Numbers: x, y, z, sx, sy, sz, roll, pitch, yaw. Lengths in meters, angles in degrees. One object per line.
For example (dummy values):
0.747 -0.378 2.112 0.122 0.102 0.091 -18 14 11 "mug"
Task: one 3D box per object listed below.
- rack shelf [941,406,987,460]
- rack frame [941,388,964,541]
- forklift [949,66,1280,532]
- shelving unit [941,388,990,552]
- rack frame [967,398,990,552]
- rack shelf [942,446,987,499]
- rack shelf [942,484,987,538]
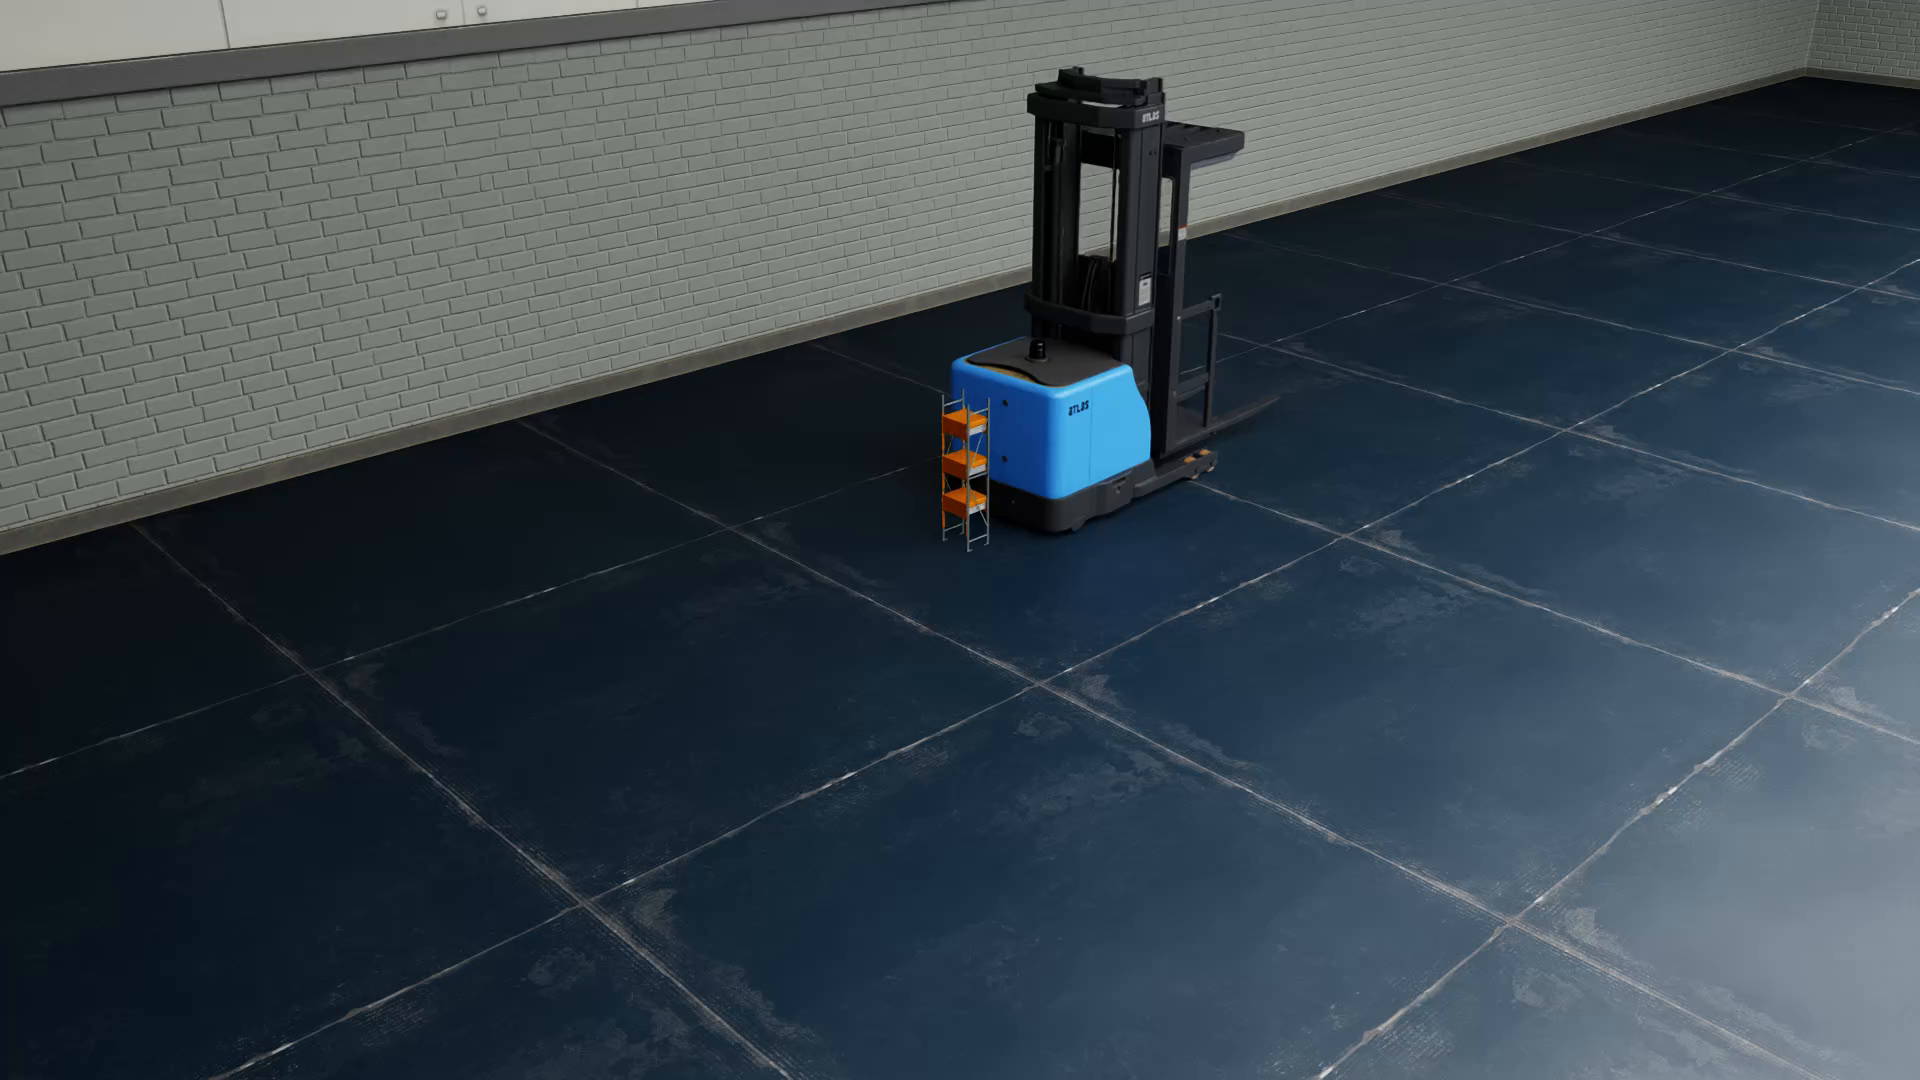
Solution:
0.037 -0.710 10.988 0.215 0.259 0.240 -21 32 -38 "rack shelf"
-0.047 -0.498 11.182 0.200 1.050 0.008 -21 32 -38 "rack frame"
1.290 -1.911 12.012 1.130 2.935 3.031 21 32 38 "forklift"
0.037 -0.461 11.101 0.215 1.050 0.252 -21 32 -38 "shelving unit"
0.120 -0.424 11.020 0.200 1.050 0.008 -21 32 -38 "rack frame"
0.037 -0.452 11.106 0.215 0.259 0.240 -21 32 -38 "rack shelf"
0.037 -0.199 11.221 0.215 0.259 0.240 -21 32 -38 "rack shelf"
